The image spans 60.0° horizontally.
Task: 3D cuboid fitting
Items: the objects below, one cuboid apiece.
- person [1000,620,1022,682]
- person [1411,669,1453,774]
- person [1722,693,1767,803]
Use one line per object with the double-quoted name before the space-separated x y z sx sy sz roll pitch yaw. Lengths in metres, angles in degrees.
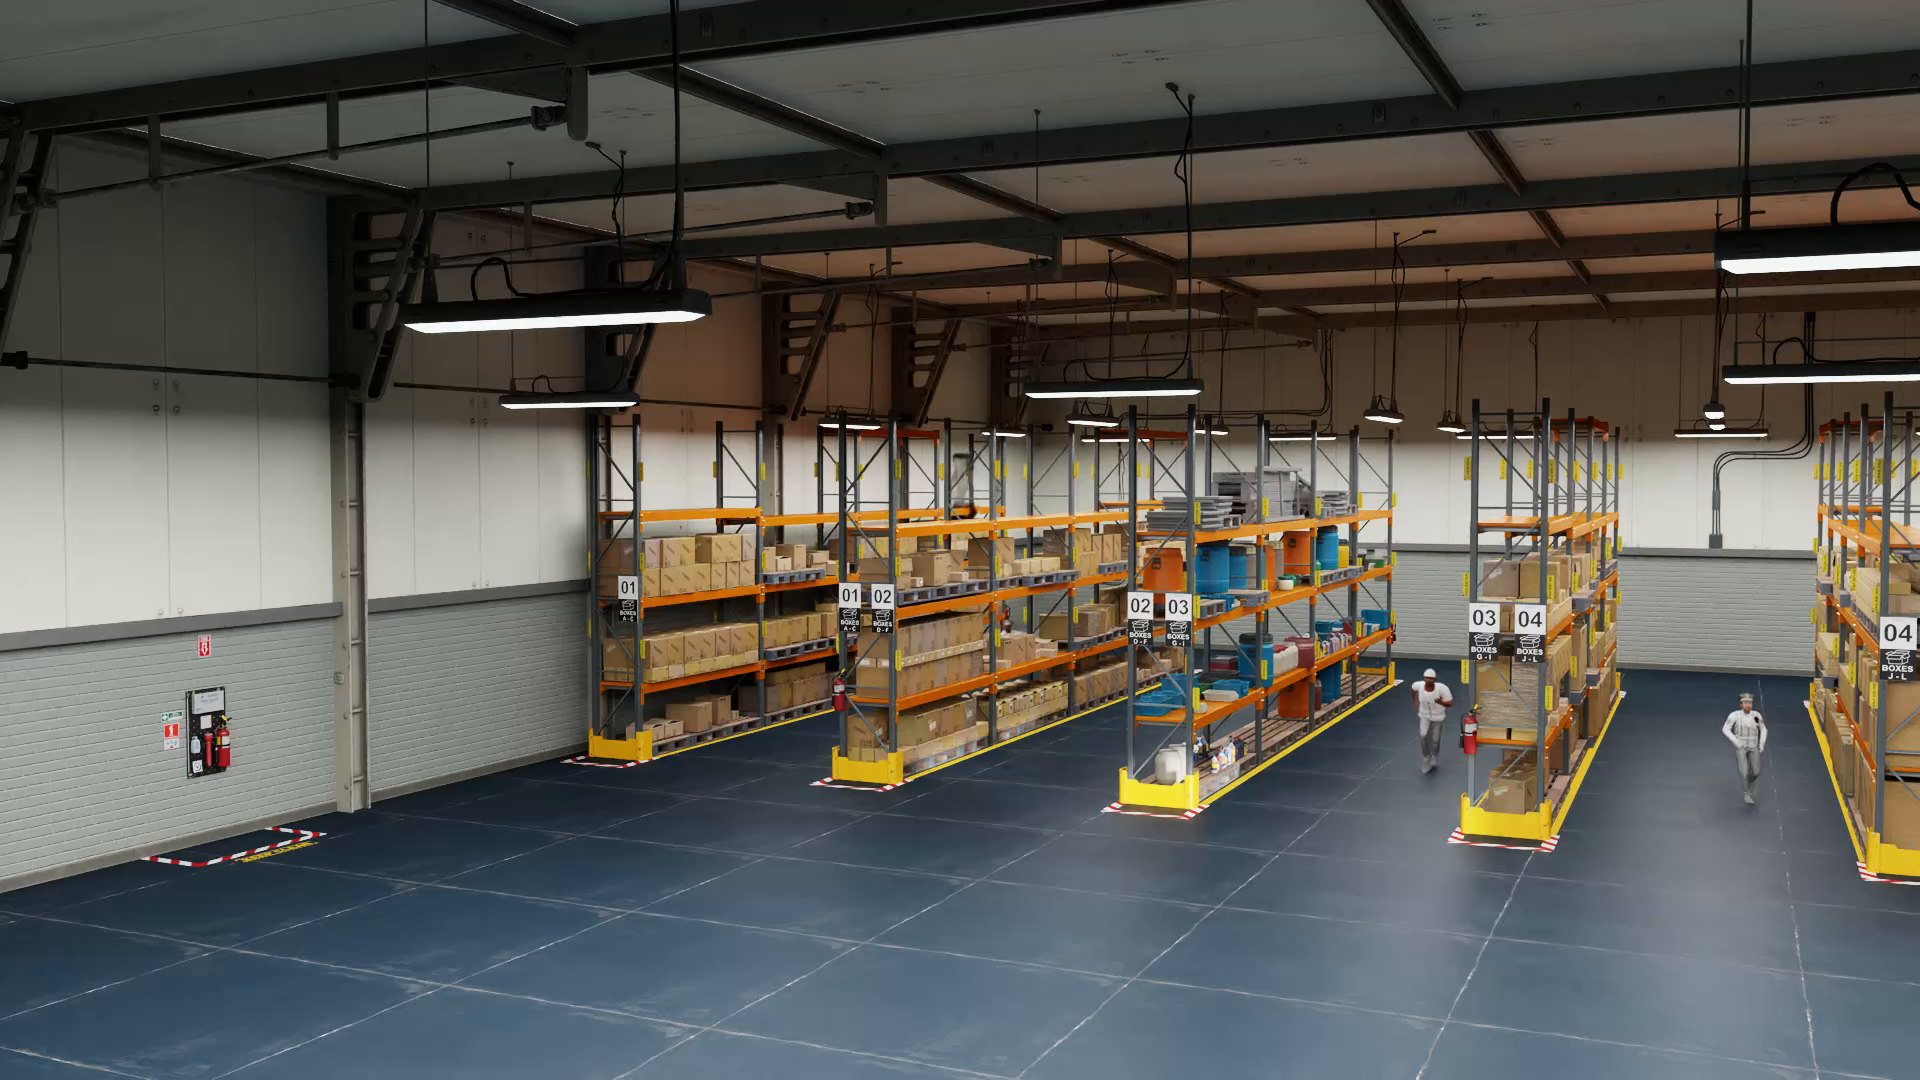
"person" 1.135 2.645 37.324 0.559 1.754 0.842 1 3 26
"person" 7.869 3.001 27.749 0.686 1.751 0.941 1 2 19
"person" 11.897 3.142 25.201 0.641 1.667 0.540 1 2 14
